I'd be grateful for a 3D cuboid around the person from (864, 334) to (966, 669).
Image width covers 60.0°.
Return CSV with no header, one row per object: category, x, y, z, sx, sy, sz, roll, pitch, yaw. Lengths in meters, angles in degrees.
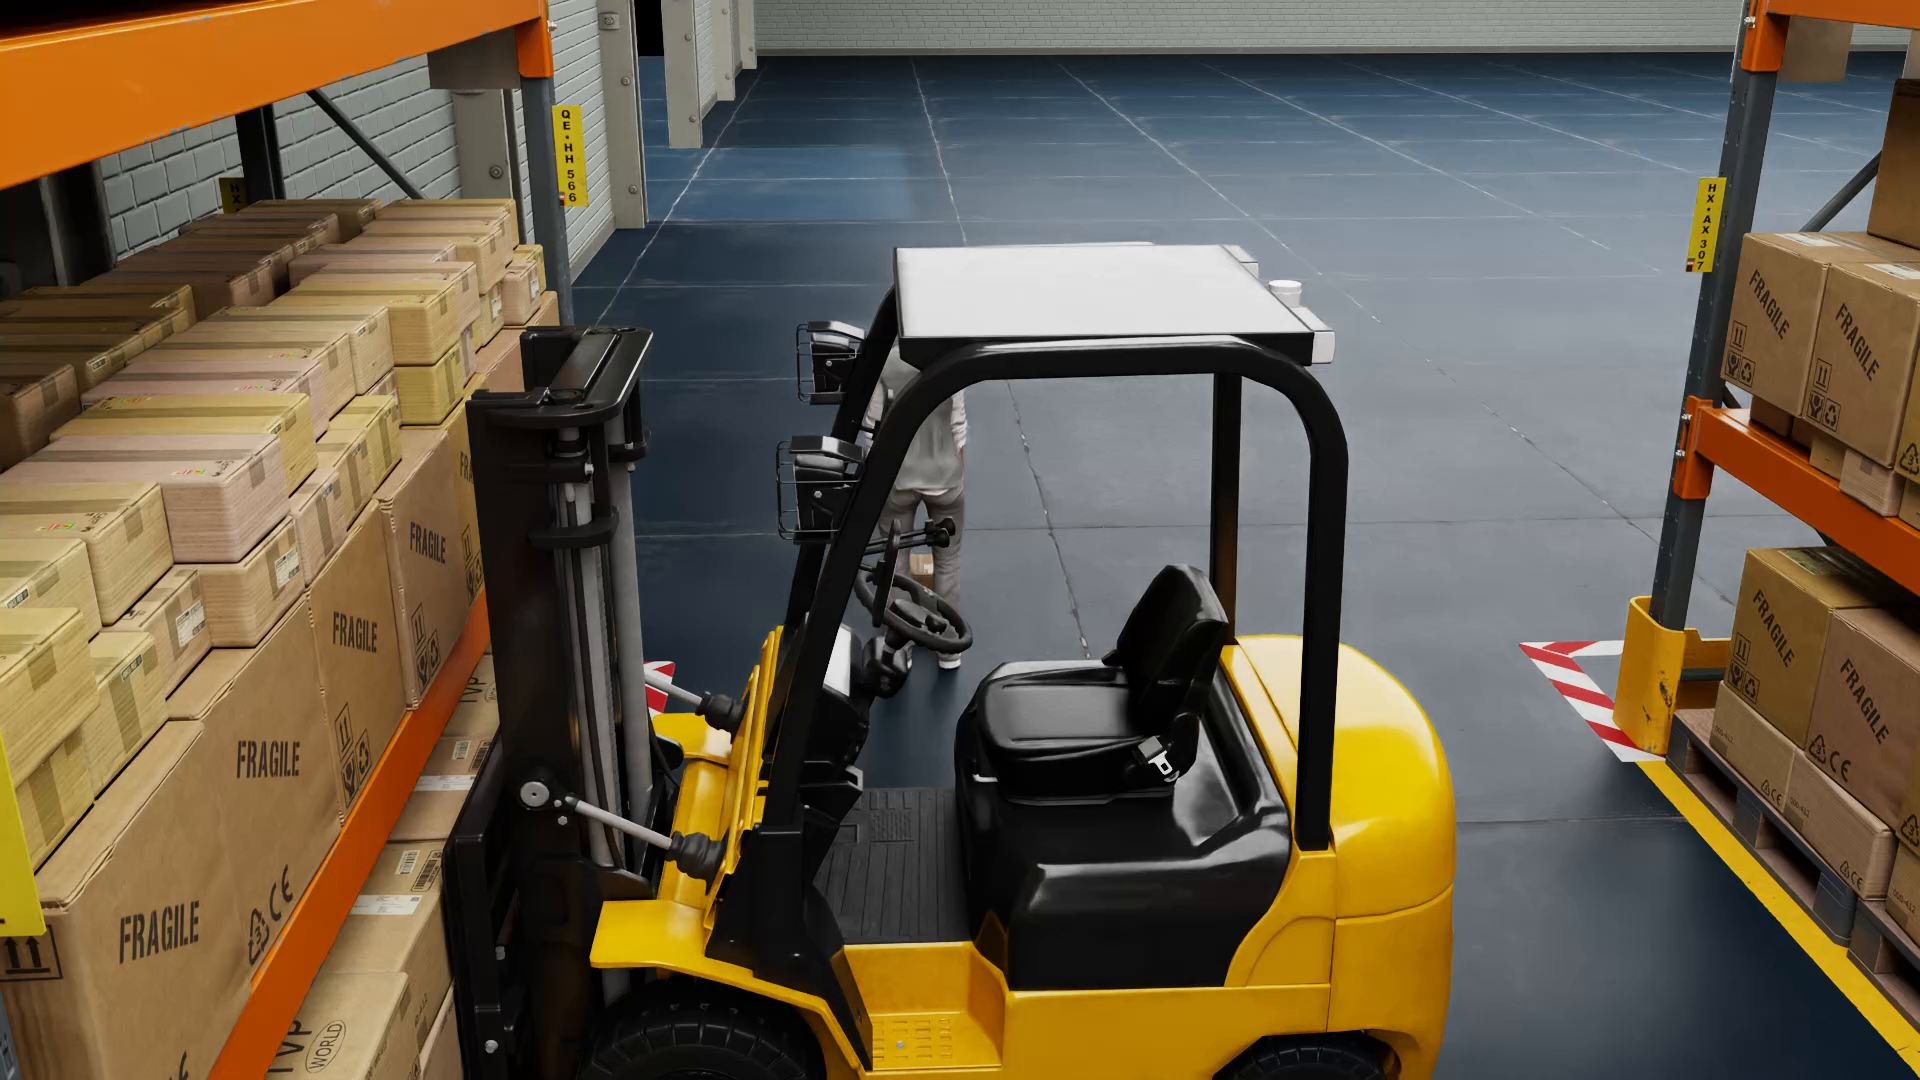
person,-0.179,-0.219,6.719,0.410,1.576,0.308,-1,21,-2
